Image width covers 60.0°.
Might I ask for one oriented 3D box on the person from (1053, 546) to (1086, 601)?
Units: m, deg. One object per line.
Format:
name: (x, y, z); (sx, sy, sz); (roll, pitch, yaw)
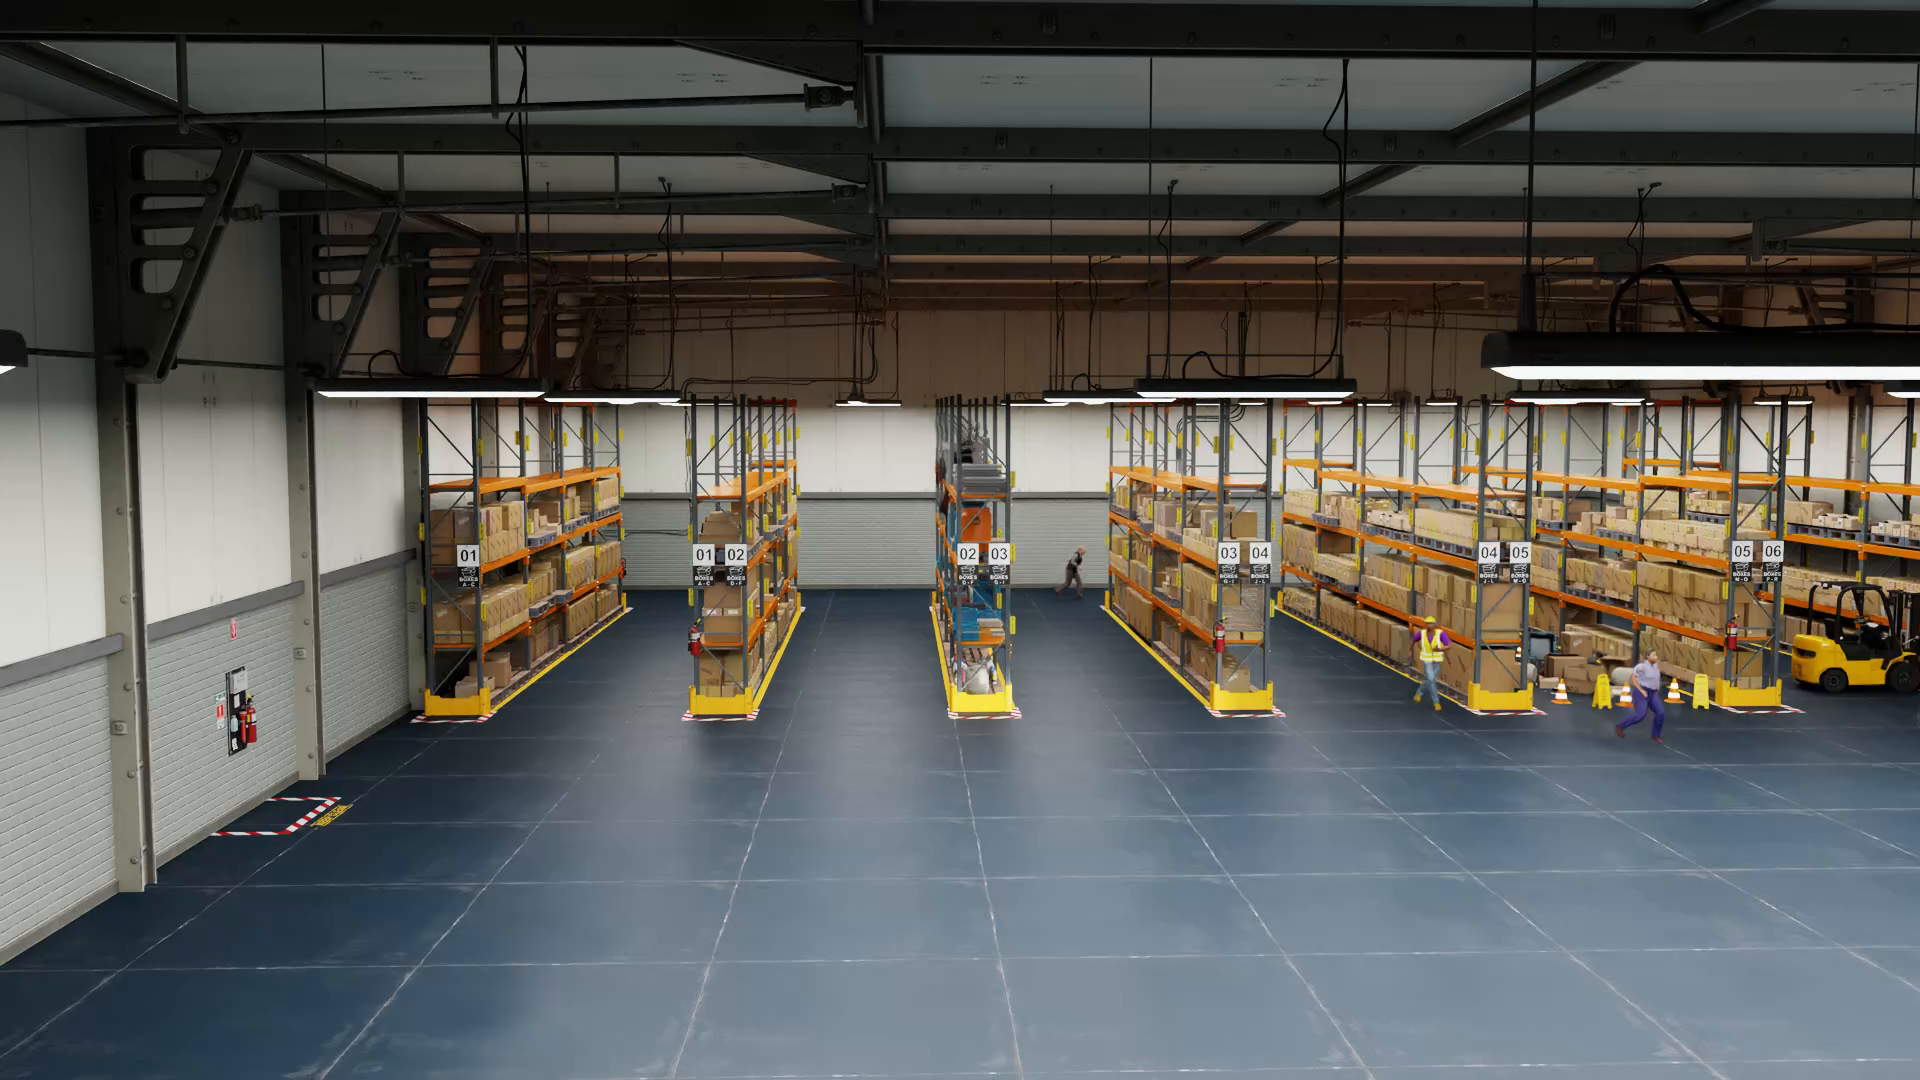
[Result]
person: (3.297, 0.997, 49.899); (1.008, 1.678, 0.696); (1, 5, 16)

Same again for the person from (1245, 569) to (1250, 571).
person: (8.200, 1.169, 48.155); (0.672, 1.572, 0.638); (-4, 6, -45)

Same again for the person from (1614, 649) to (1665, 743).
person: (11.787, 2.693, 28.677); (0.838, 1.653, 0.660); (-3, 5, -34)

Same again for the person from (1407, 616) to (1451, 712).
person: (9.002, 2.347, 31.886); (0.765, 1.781, 0.850); (0, 5, 3)
